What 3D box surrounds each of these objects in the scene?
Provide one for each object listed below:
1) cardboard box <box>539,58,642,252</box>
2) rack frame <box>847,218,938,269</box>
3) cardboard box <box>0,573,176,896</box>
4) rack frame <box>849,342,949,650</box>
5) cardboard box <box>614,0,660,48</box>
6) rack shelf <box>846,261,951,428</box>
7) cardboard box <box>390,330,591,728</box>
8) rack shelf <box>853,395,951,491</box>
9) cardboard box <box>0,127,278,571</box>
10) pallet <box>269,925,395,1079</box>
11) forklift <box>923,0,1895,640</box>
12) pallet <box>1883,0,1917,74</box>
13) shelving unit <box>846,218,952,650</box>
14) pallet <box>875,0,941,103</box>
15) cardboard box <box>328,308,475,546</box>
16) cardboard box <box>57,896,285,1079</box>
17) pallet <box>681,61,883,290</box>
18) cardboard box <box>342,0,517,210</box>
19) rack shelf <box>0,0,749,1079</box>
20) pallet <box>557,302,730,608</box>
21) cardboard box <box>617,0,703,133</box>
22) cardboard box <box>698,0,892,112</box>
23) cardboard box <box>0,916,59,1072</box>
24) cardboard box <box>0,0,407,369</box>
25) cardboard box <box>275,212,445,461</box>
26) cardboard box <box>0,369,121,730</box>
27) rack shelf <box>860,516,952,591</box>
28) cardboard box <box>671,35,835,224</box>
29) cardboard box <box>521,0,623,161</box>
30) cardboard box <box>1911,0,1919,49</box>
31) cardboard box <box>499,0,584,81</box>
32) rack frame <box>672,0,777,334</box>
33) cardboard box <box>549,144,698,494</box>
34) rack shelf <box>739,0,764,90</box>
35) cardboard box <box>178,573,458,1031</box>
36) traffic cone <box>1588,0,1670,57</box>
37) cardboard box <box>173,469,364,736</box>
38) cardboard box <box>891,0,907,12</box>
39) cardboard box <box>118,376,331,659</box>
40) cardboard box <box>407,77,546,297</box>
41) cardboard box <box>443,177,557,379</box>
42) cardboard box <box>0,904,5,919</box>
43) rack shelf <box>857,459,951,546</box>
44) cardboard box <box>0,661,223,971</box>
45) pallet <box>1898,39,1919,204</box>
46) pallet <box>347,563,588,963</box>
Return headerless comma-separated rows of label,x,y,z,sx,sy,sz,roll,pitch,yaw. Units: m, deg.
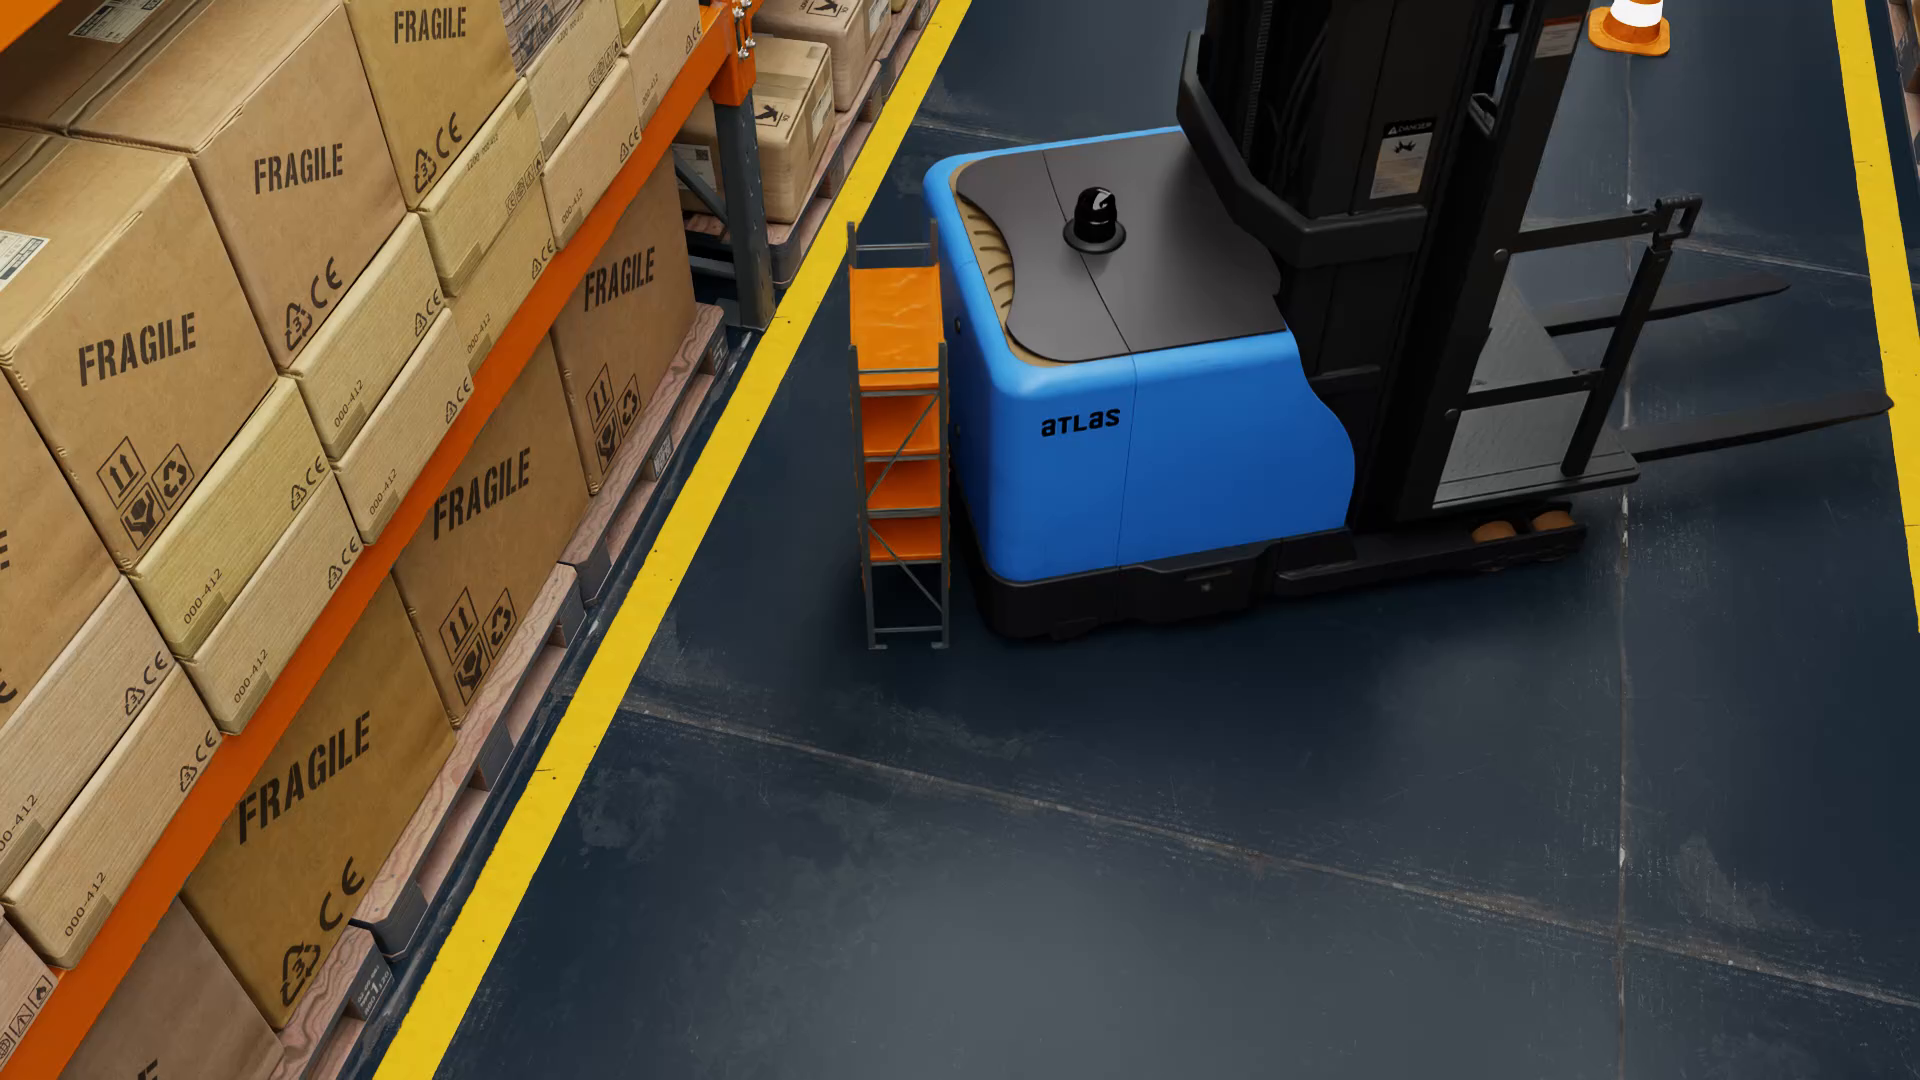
cardboard box,-1.159,-1.027,4.256,0.500,0.250,0.500,12,50,11
rack frame,-0.179,-0.444,4.842,0.240,1.200,0.015,-2,49,-2
cardboard box,-1.712,0.266,2.781,0.500,0.250,0.500,12,50,11
rack frame,-0.153,-0.079,4.519,0.240,1.200,0.015,-2,49,-2
cardboard box,-1.040,-1.582,4.412,0.500,0.250,0.500,11,50,10
rack shelf,-0.166,-0.521,4.386,0.258,0.148,0.480,-2,49,-2
cardboard box,-1.658,-0.175,4.541,0.875,0.875,0.875,12,50,10
rack shelf,-0.166,-0.365,4.563,0.258,0.148,0.480,-2,49,-2
cardboard box,-1.575,-0.334,2.811,0.500,0.500,0.500,10,49,9
pallet,-2.080,1.377,3.894,1.003,0.211,1.213,12,50,10
forklift,1.452,-1.251,4.399,3.031,2.935,1.130,-10,49,-8
pallet,4.567,-2.360,7.192,1.003,0.211,1.213,12,50,10
shelving unit,-0.166,-0.261,4.680,0.258,1.200,0.503,-2,49,-2
pallet,-0.627,-2.388,7.217,1.003,0.211,1.213,12,50,10
cardboard box,-1.414,-0.292,3.607,0.500,0.250,0.500,11,49,9
cardboard box,-2.124,1.127,3.392,0.875,0.875,0.875,13,50,11
pallet,-0.950,-1.509,6.441,1.003,0.211,1.213,12,50,10
cardboard box,-1.305,-1.074,3.464,0.500,0.500,0.500,12,50,10
rack shelf,-1.684,-0.182,3.889,1.077,0.370,4.000,12,50,10
pallet,-1.437,-0.388,5.452,1.003,0.211,1.213,12,50,10
cardboard box,-1.040,-1.400,4.585,0.500,0.250,0.500,10,49,9
cardboard box,-0.812,-2.078,6.556,0.950,0.372,0.625,11,49,9
cardboard box,-1.840,0.810,2.634,0.500,0.250,0.500,11,49,9
cardboard box,-1.445,-0.709,3.142,0.500,0.500,0.500,11,49,9
cardboard box,-1.422,-0.460,3.422,0.500,0.250,0.500,10,49,9
cardboard box,-1.710,0.028,2.491,0.500,0.500,0.500,11,50,10
rack shelf,-0.166,-0.085,4.880,0.258,0.148,0.480,-2,49,-2
cardboard box,-0.999,-1.542,6.083,0.950,0.372,0.625,9,49,7
cardboard box,-1.171,-1.210,4.084,0.500,0.250,0.500,10,49,9
cardboard box,4.363,-2.087,6.311,1.050,0.750,0.750,12,50,10
cardboard box,-1.168,-1.432,3.780,0.500,0.500,0.500,12,50,11
rack frame,-1.157,-1.866,4.897,1.000,3.000,0.127,12,50,10
cardboard box,-1.419,-0.819,5.109,0.875,0.875,0.875,11,50,10
rack shelf,-0.631,-3.075,6.443,1.077,0.370,4.000,12,50,10
cardboard box,-1.894,0.472,3.970,0.875,0.875,0.875,13,50,11
traffic cone,2.888,-2.344,7.010,0.336,0.463,0.334,12,50,10
cardboard box,-1.555,0.068,3.289,0.500,0.250,0.500,11,50,10
cardboard box,-0.607,-2.625,7.039,0.950,0.372,0.625,13,50,11
cardboard box,-1.554,-0.094,3.099,0.500,0.250,0.500,12,50,11
cardboard box,-1.286,-0.836,3.754,0.500,0.250,0.500,10,49,9
cardboard box,-1.307,-0.666,3.937,0.500,0.250,0.500,11,50,10
cardboard box,-1.822,0.649,2.444,0.500,0.250,0.500,10,49,9
rack shelf,-0.166,-0.217,4.731,0.258,0.148,0.480,-2,49,-2
cardboard box,-1.705,0.436,2.965,0.500,0.250,0.500,10,49,9
pallet,4.248,-1.475,6.411,1.003,0.211,1.213,12,50,10
pallet,-1.761,0.491,4.675,1.003,0.211,1.213,12,50,10
